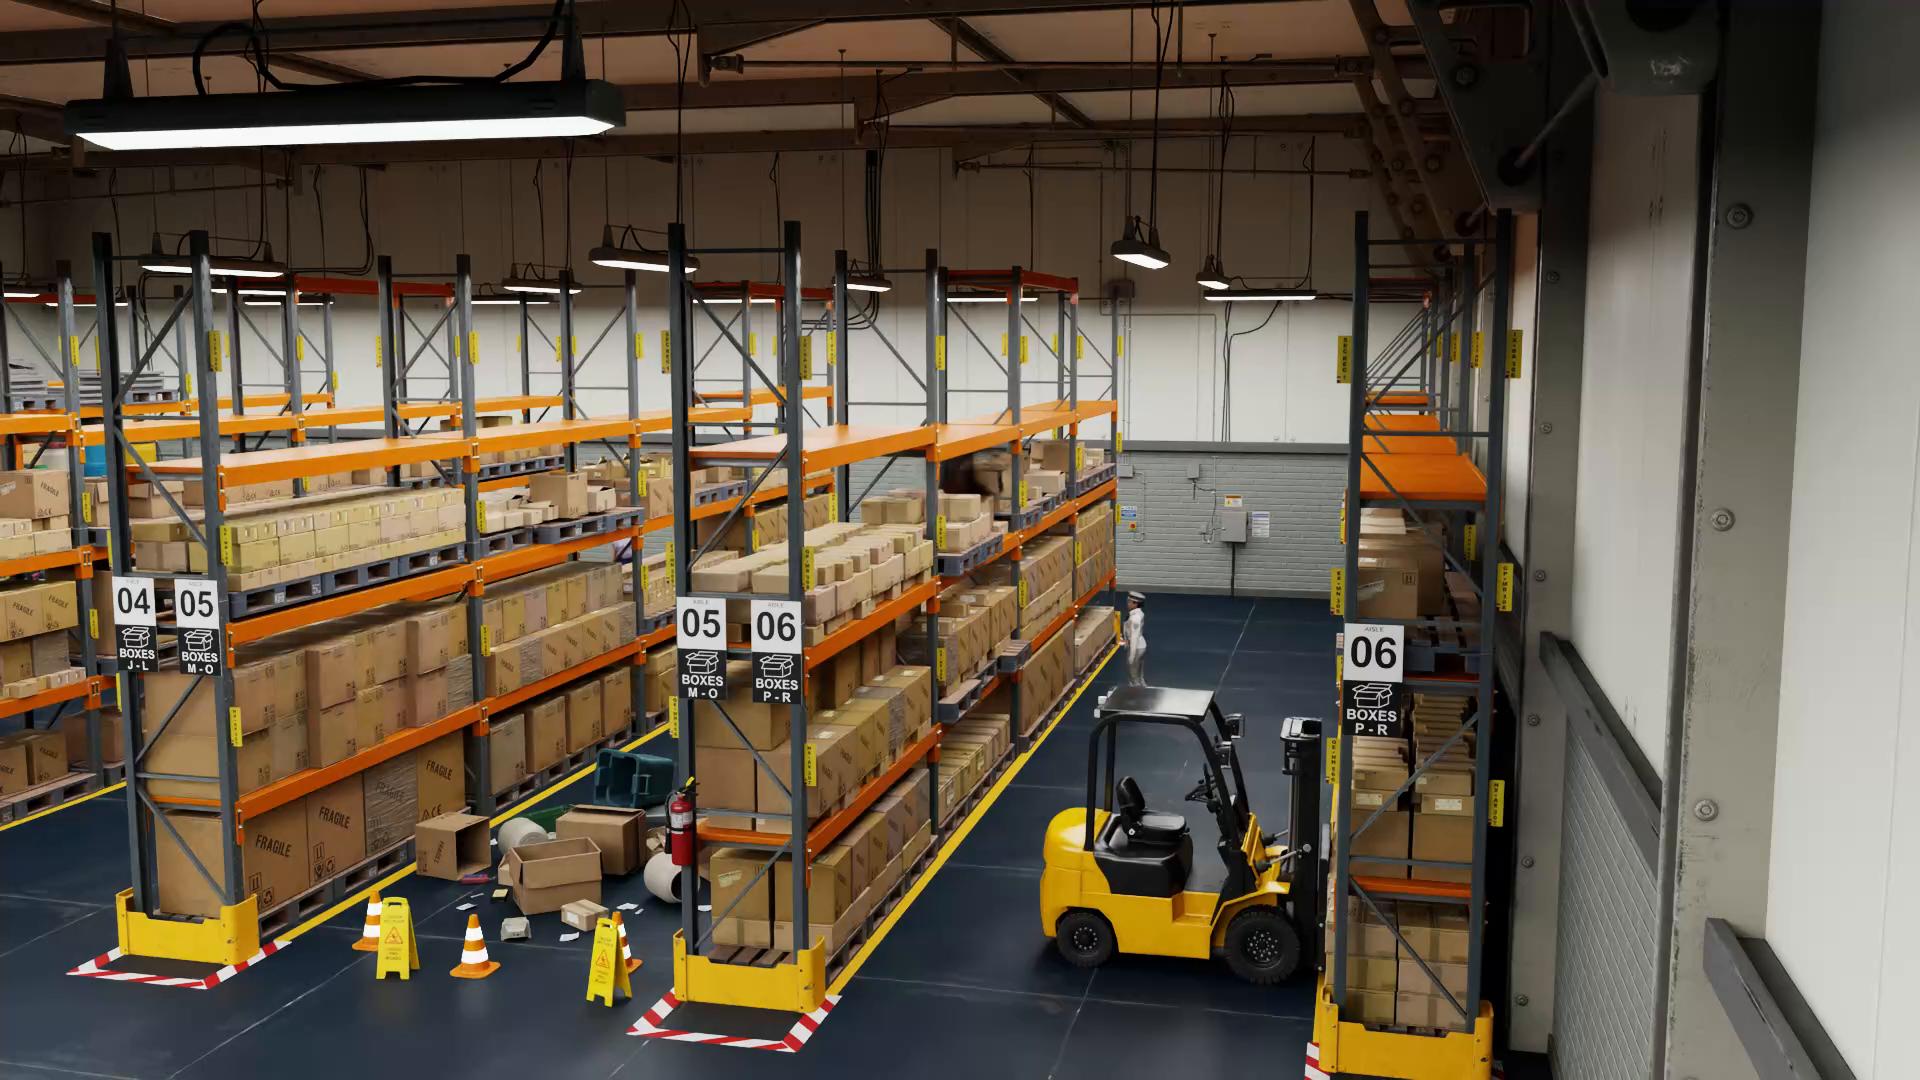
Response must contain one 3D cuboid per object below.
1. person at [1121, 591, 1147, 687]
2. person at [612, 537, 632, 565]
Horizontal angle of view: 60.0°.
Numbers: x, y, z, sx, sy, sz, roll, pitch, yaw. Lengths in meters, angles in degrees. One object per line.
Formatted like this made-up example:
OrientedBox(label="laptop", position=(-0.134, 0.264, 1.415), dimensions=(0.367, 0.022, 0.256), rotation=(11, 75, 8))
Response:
OrientedBox(label="person", position=(2.407, 1.540, 22.897), dimensions=(0.331, 1.691, 0.549), rotation=(2, 7, 16))
OrientedBox(label="person", position=(-6.332, 0.479, 31.645), dimensions=(0.498, 1.651, 0.429), rotation=(-4, 8, -32))
